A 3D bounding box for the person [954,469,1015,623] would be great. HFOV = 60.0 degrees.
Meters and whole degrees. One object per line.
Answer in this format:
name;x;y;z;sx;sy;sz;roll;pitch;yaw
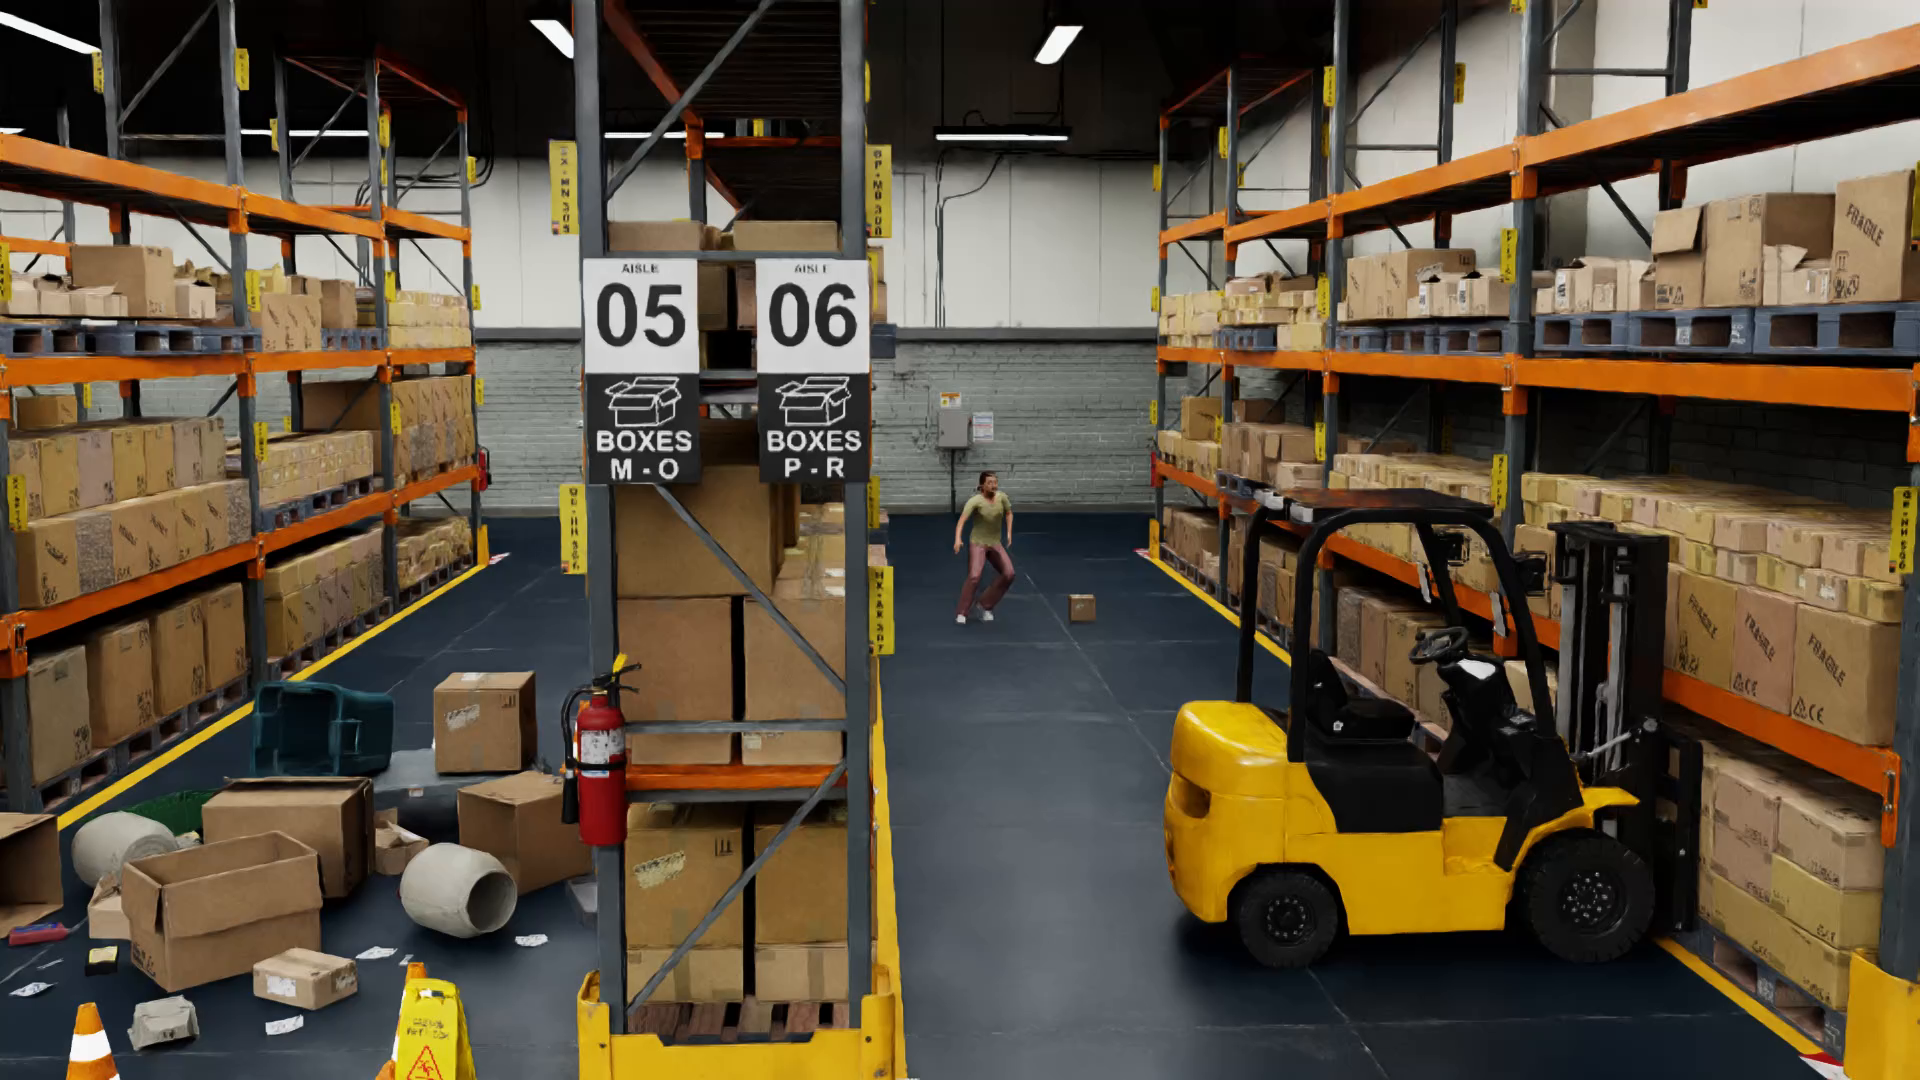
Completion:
person;0.241;0.067;17.221;0.836;1.590;0.468;-5;8;-33
